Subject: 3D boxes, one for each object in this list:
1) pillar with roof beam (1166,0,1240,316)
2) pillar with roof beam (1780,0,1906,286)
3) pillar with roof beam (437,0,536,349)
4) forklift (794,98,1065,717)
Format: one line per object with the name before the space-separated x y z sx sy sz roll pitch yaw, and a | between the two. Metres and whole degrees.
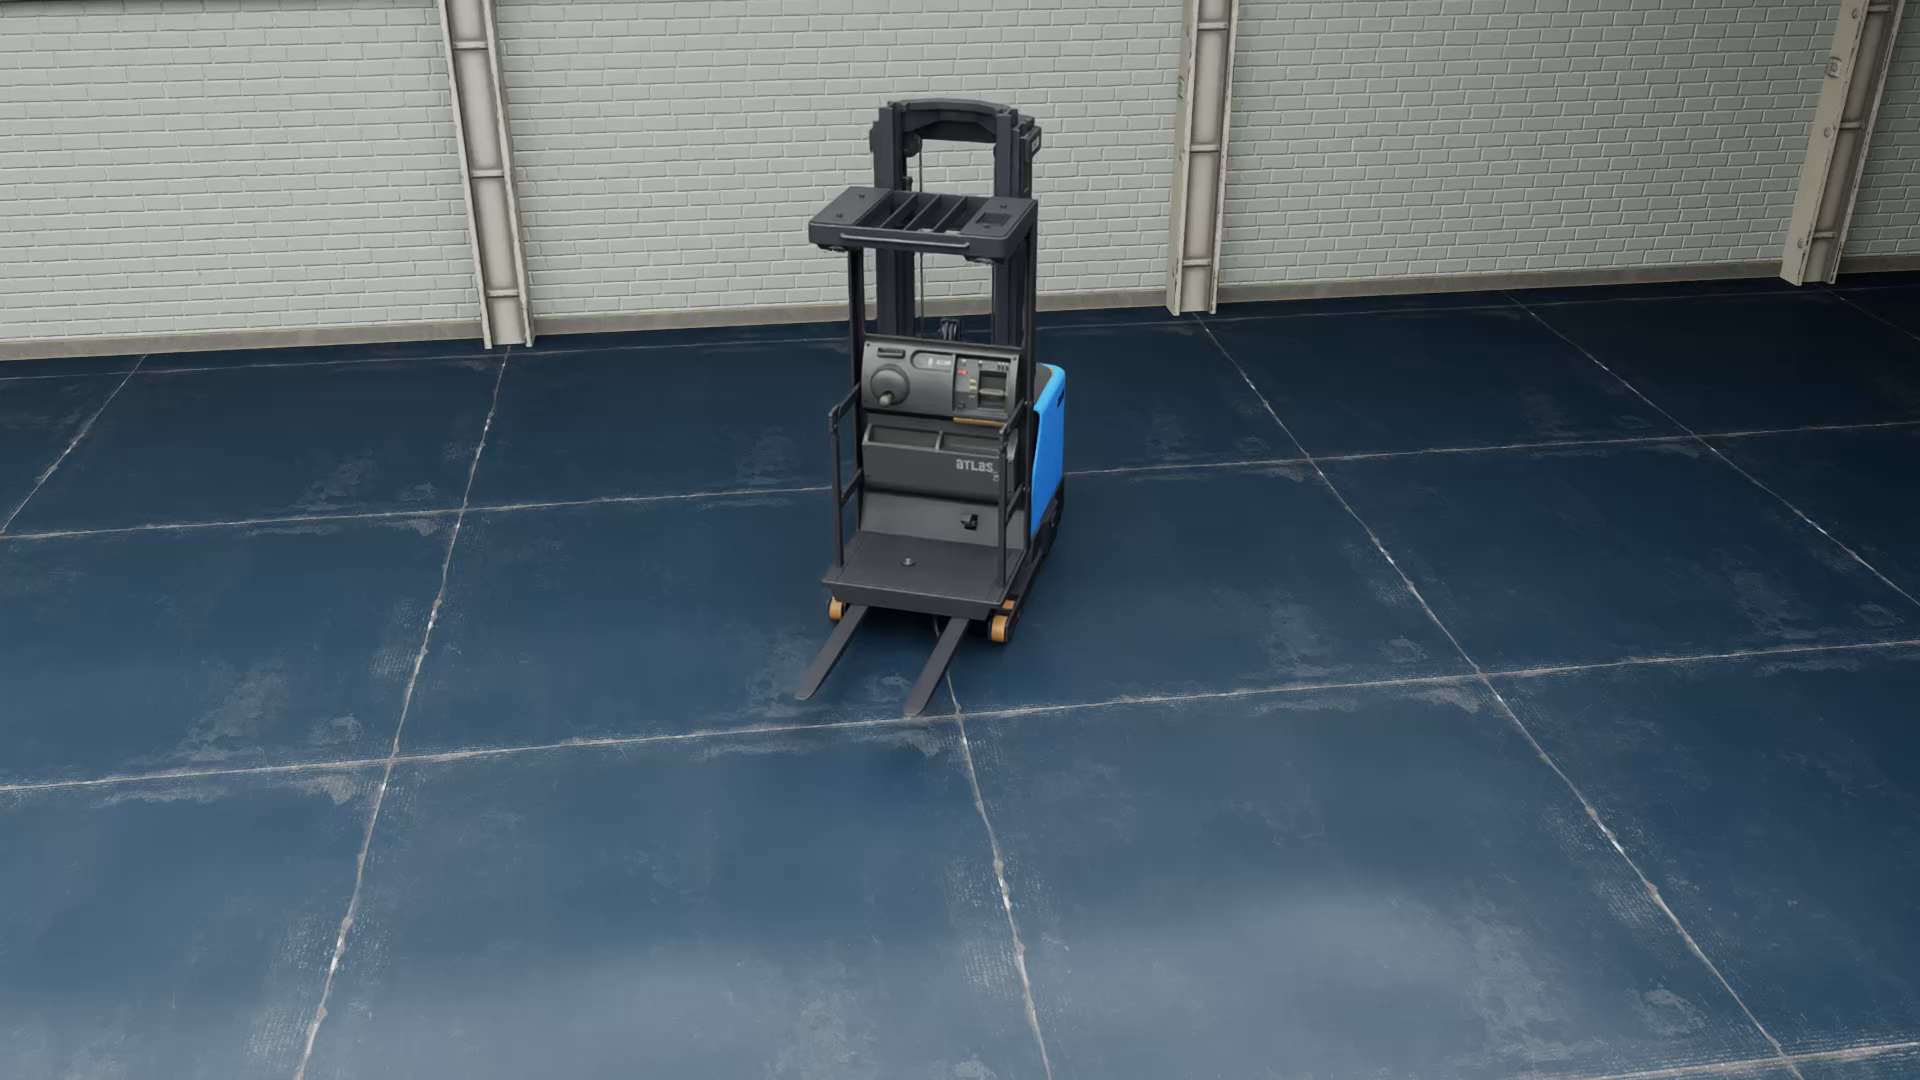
pillar with roof beam | 2.682 -4.146 9.176 0.400 9.000 9.100 -4 27 -7
pillar with roof beam | 8.624 -4.528 9.919 0.400 9.000 9.100 -4 27 -7
pillar with roof beam | -3.259 -3.764 8.432 0.400 9.000 9.100 -4 27 -7
forklift | -0.170 -0.893 9.483 1.130 2.935 3.031 7 28 13
